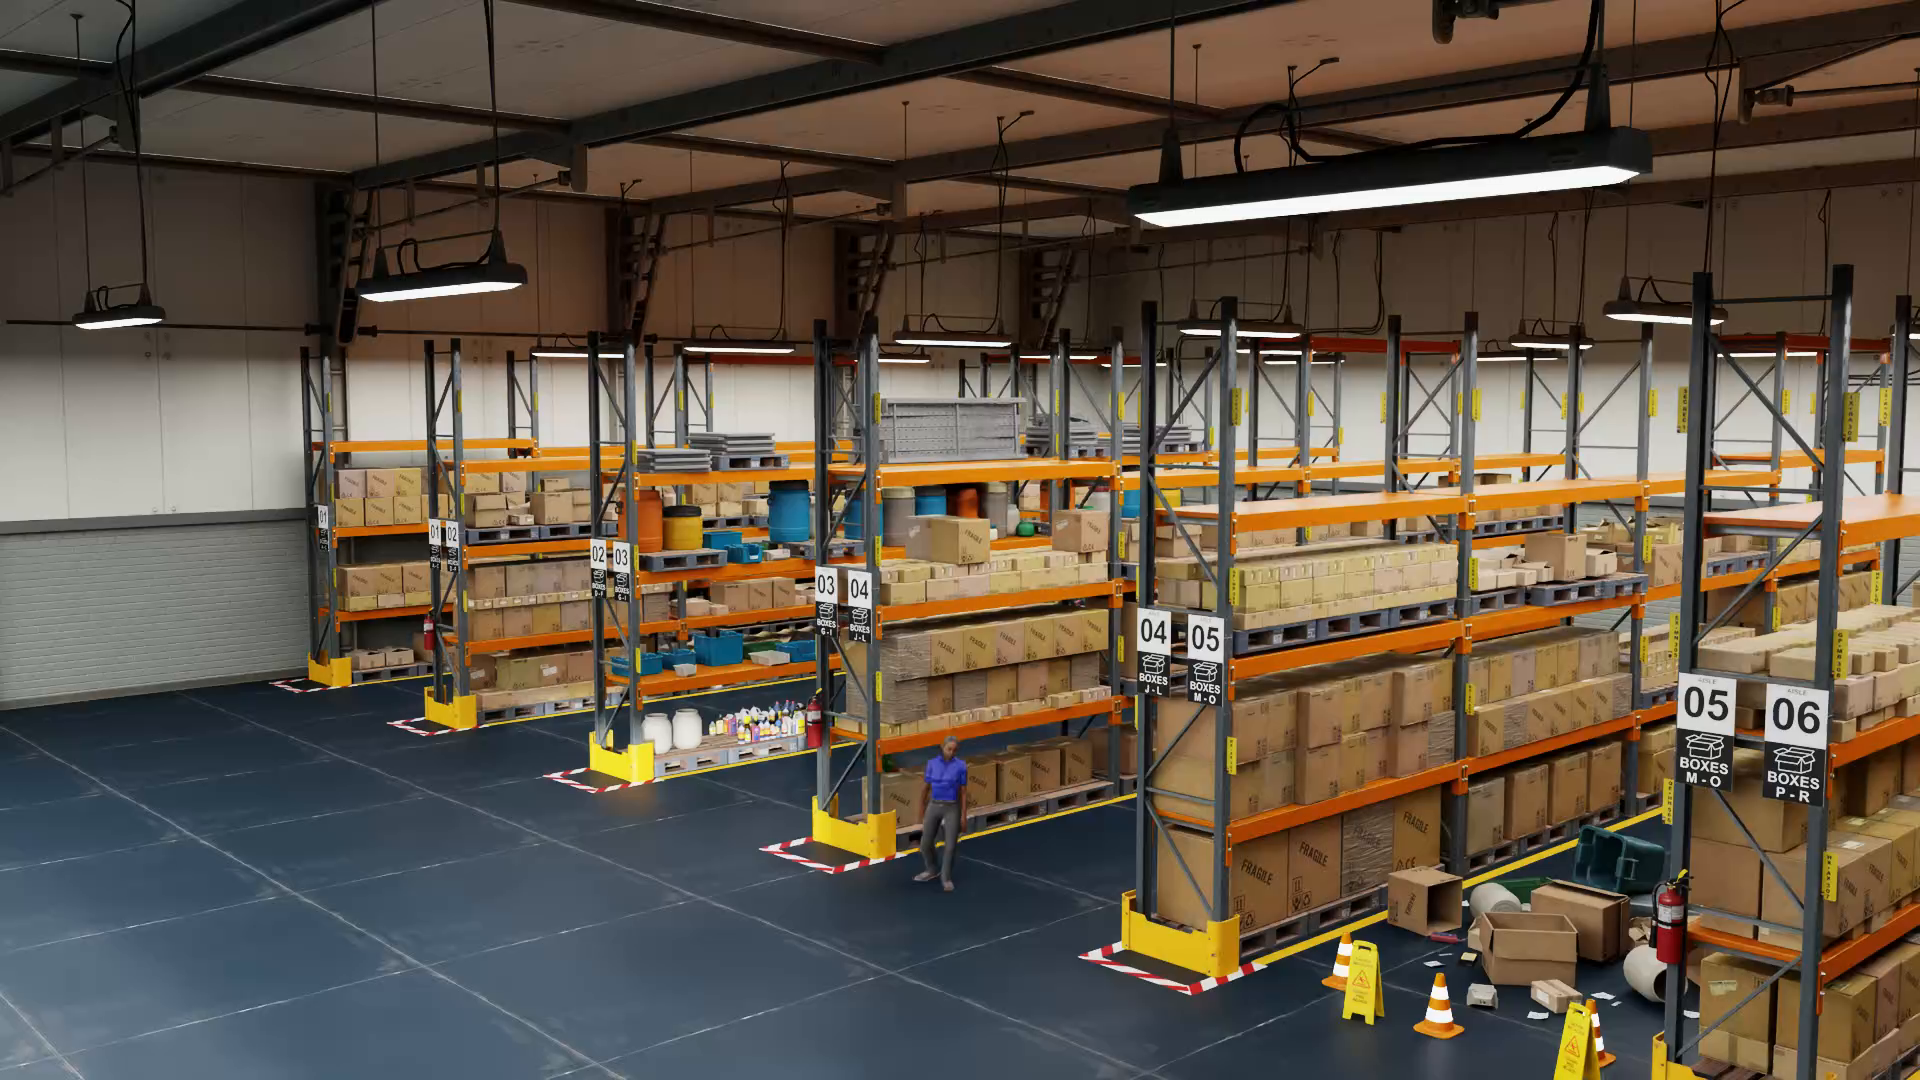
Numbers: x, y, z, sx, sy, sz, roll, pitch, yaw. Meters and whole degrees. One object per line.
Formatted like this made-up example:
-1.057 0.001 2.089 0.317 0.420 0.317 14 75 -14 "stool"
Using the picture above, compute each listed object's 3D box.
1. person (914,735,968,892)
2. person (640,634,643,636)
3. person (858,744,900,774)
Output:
-0.203 2.823 17.365 0.581 1.641 0.448 0 5 5 "person"
-5.945 1.666 30.563 0.610 1.650 0.762 3 6 32 "person"
-1.085 2.488 21.522 1.015 1.540 0.699 -3 6 -29 "person"
